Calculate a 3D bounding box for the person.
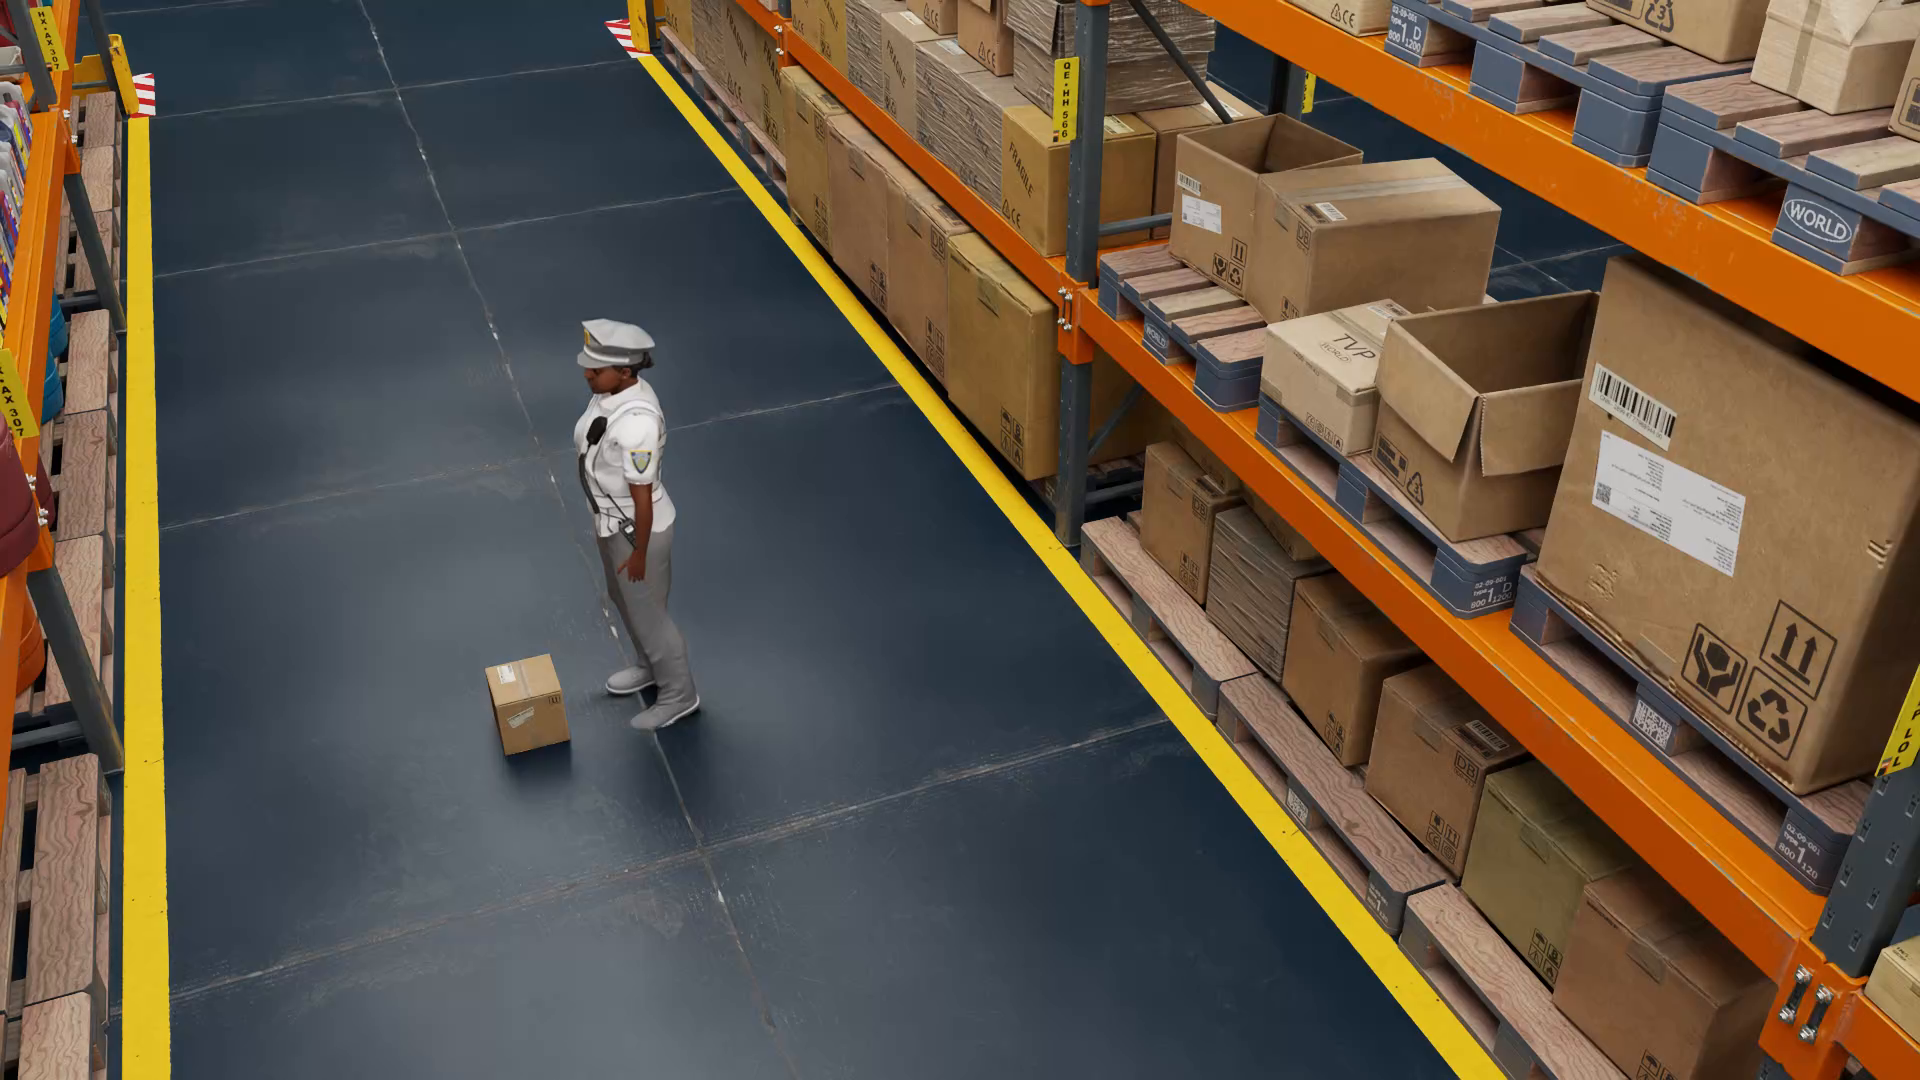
[{"bbox_3d":[-1.229,-0.039,6.208,0.339,1.707,0.437,-12,36,-18],"label":"person"}]
